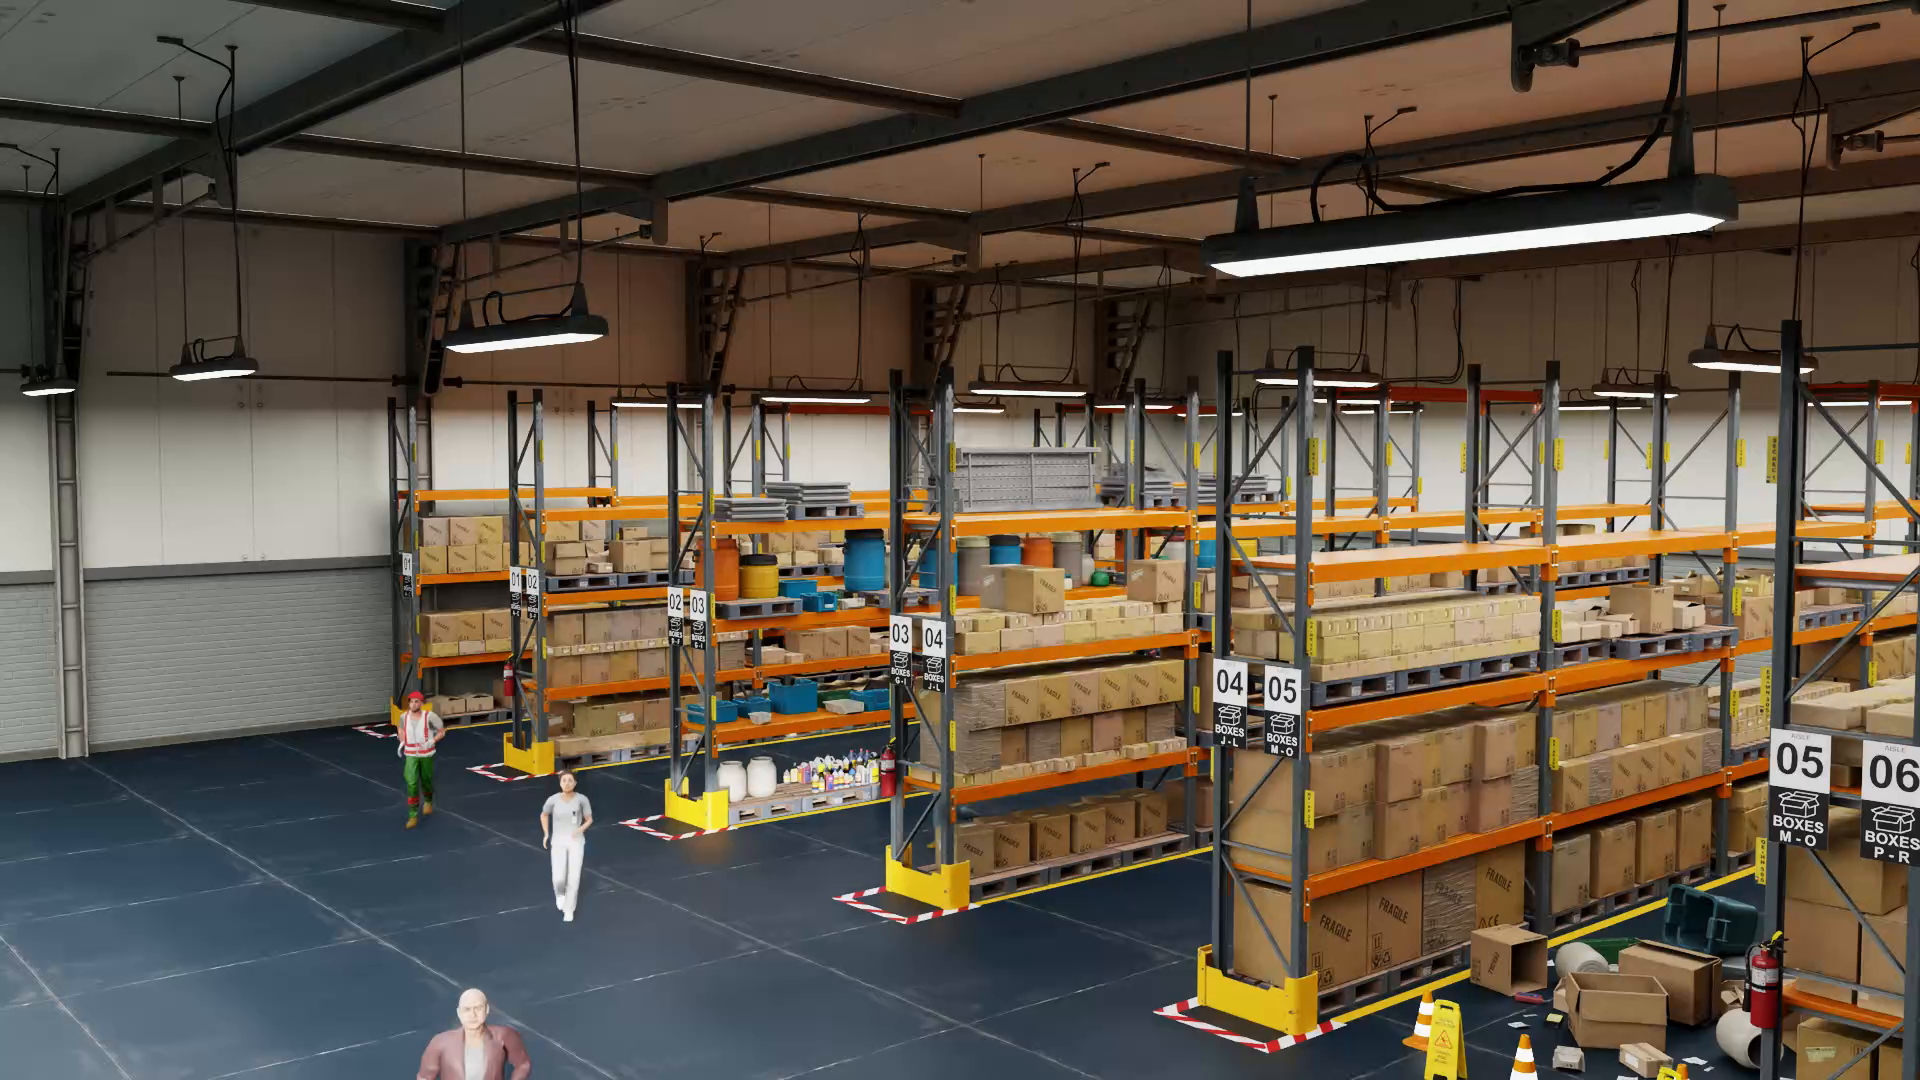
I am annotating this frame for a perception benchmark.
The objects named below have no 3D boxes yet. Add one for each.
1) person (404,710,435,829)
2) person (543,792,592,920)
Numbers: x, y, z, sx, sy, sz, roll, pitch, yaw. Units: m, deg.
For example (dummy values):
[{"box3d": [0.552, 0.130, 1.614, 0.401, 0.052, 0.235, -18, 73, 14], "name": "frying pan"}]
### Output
[{"box3d": [-7.319, 3.061, 22.558, 0.410, 1.534, 0.924, 0, 3, -8], "name": "person"}, {"box3d": [-4.253, 3.421, 18.045, 0.526, 1.381, 0.384, -1, 3, -12], "name": "person"}]
